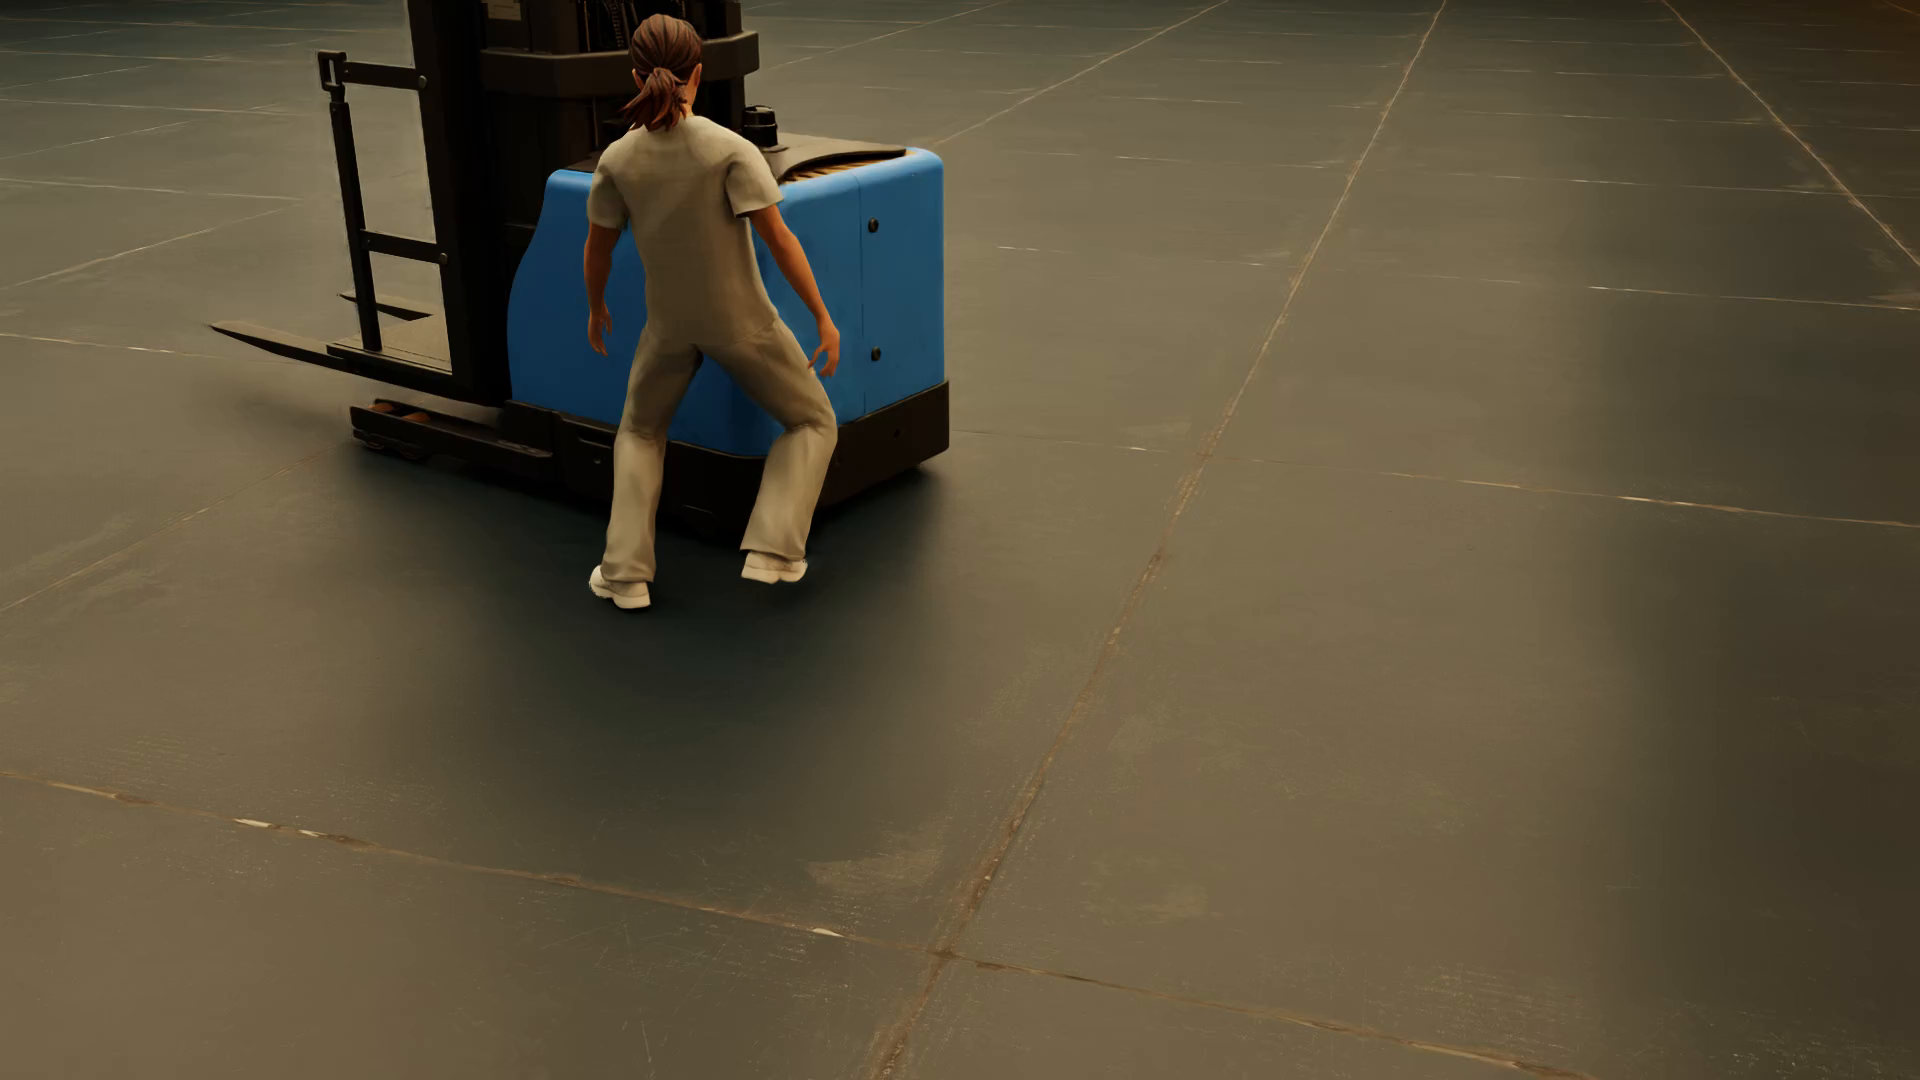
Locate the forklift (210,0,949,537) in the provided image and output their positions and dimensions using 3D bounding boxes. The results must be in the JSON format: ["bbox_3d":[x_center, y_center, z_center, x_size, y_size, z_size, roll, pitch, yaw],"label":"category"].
[{"bbox_3d":[-1.542,-1.782,5.597,3.031,2.935,1.130,15,27,31],"label":"forklift"}]

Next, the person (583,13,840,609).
[{"bbox_3d":[-0.675,-0.588,4.486,0.797,1.589,0.494,7,23,16],"label":"person"}]
